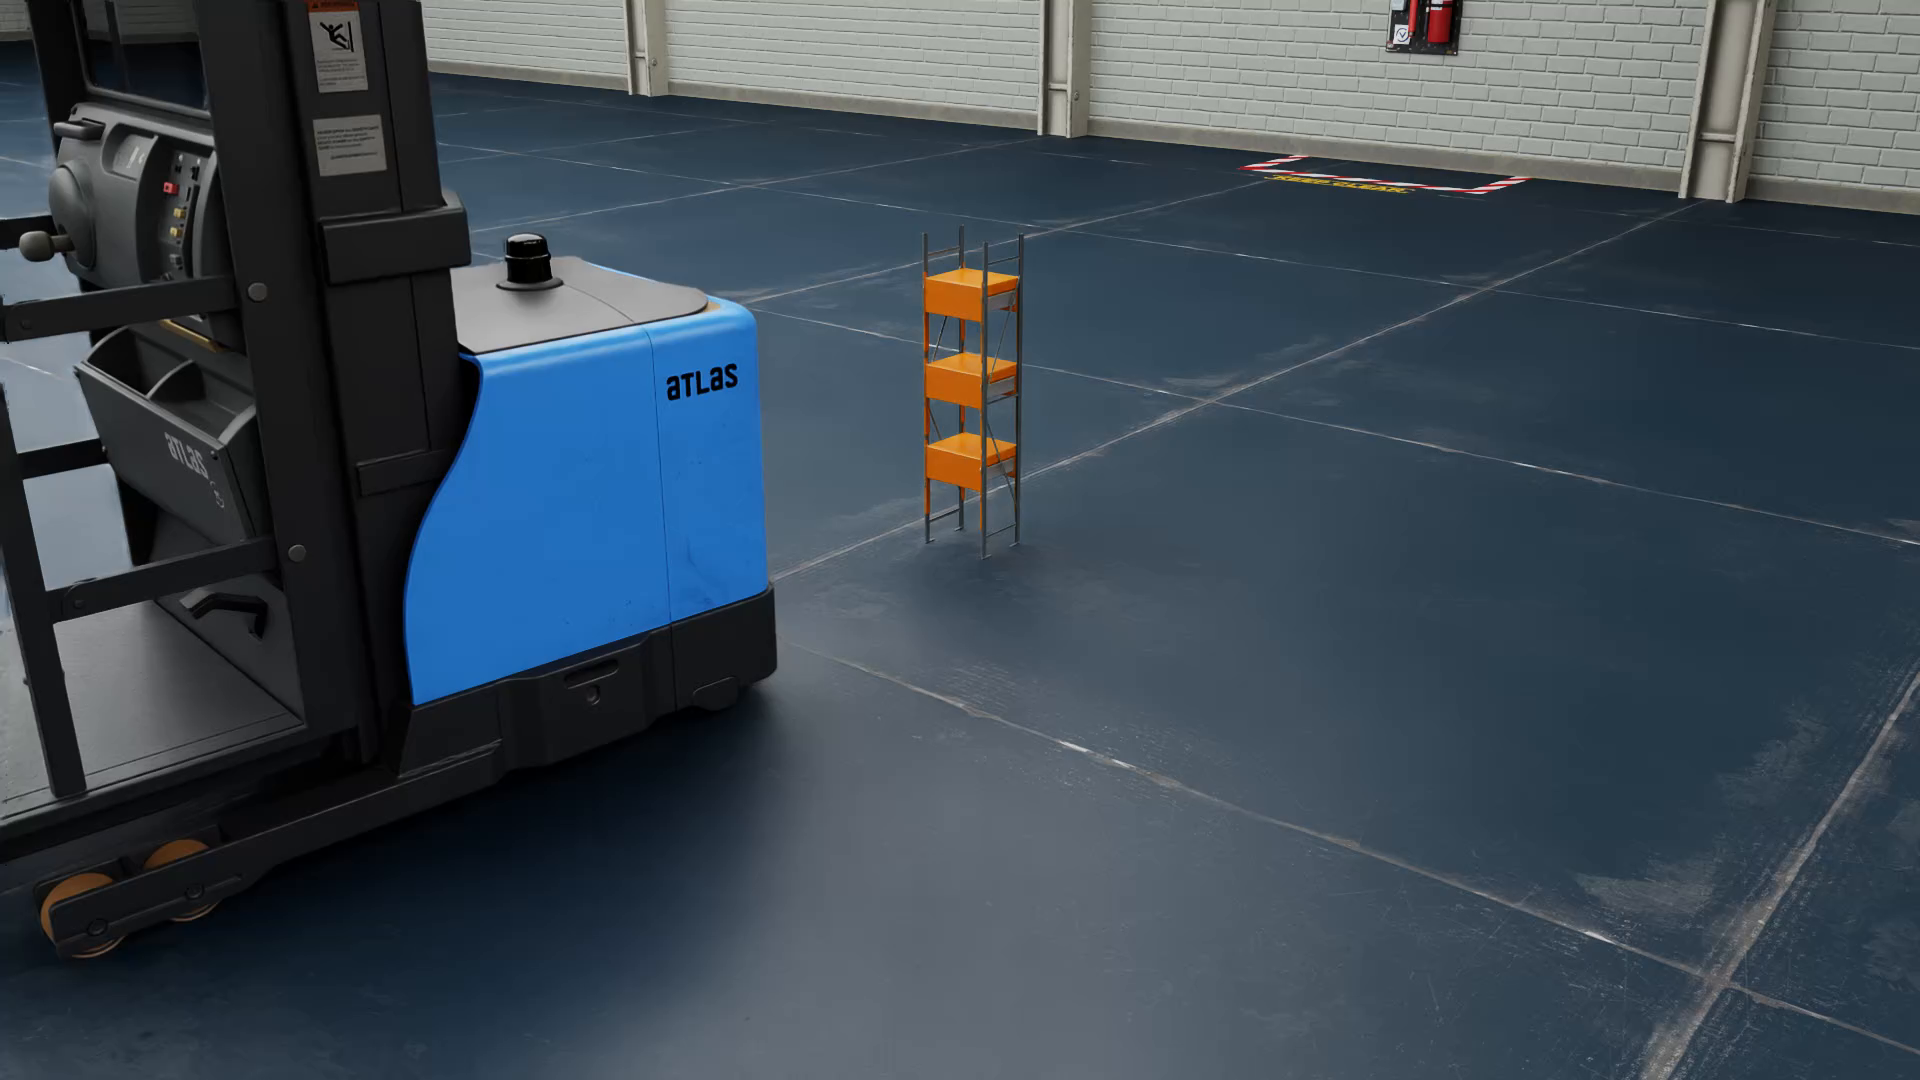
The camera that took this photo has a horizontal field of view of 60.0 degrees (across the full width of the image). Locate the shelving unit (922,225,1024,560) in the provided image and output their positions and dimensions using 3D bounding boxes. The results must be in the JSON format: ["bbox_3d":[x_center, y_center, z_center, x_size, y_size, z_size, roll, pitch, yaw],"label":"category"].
[{"bbox_3d":[0.041,-0.479,5.451,0.252,1.050,0.215,16,26,36],"label":"shelving unit"}]

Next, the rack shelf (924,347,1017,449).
[{"bbox_3d":[0.041,-0.469,5.455,0.240,0.259,0.215,16,26,36],"label":"rack shelf"}]

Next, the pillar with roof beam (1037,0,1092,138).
[{"bbox_3d":[-1.729,-6.942,11.324,0.400,9.000,9.100,16,26,36],"label":"pillar with roof beam"}]

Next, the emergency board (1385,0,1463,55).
[{"bbox_3d":[3.751,-4.535,13.443,0.643,1.169,0.194,16,26,36],"label":"emergency board"}]

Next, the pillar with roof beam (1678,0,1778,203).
[{"bbox_3d":[2.919,-5.603,7.774,0.400,9.000,9.100,16,26,36],"label":"pillar with roof beam"}]

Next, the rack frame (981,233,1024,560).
[{"bbox_3d":[0.136,-0.452,5.379,0.008,1.050,0.200,16,26,36],"label":"rack frame"}]

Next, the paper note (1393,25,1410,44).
[{"bbox_3d":[3.658,-4.181,13.753,0.142,0.148,0.016,16,26,36],"label":"paper note"}]

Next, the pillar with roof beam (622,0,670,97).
[{"bbox_3d":[-6.377,-8.281,14.873,0.400,9.000,9.100,16,26,36],"label":"pillar with roof beam"}]

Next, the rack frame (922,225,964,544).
[{"bbox_3d":[-0.053,-0.507,5.523,0.008,1.050,0.200,16,26,36],"label":"rack frame"}]

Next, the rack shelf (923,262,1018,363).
[{"bbox_3d":[0.041,-0.735,5.355,0.240,0.259,0.215,16,26,36],"label":"rack shelf"}]

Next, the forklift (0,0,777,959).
[{"bbox_3d":[-1.921,-0.724,3.435,3.031,2.935,1.130,-18,27,-40],"label":"forklift"}]

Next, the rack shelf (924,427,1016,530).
[{"bbox_3d":[0.041,-0.209,5.553,0.240,0.259,0.215,16,26,36],"label":"rack shelf"}]
